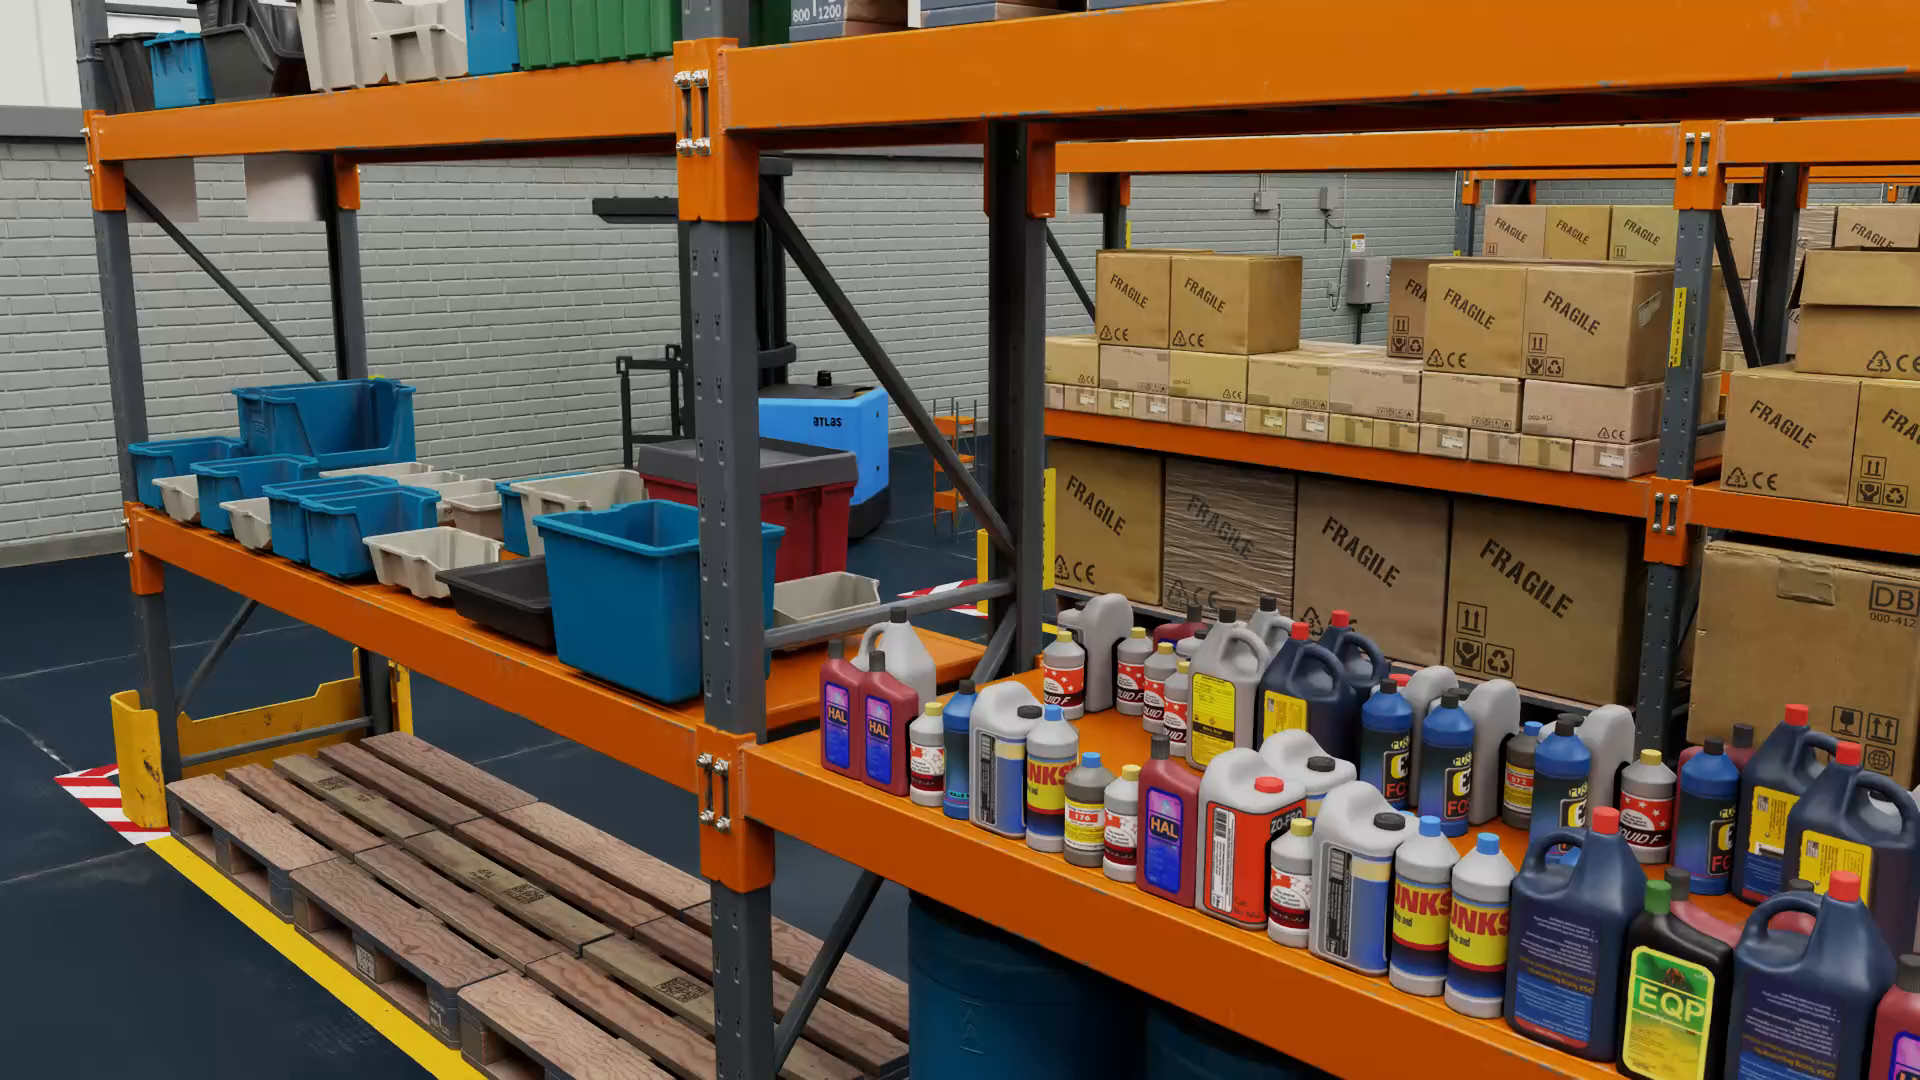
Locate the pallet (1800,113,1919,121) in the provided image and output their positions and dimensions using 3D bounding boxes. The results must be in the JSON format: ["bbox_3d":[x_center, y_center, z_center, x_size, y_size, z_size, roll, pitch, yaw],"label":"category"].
[{"bbox_3d":[4.068,-1.752,6.520,1.217,0.209,0.805,11,16,43],"label":"pallet"}]

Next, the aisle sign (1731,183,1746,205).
[{"bbox_3d":[7.979,-3.795,16.954,0.394,0.787,0.004,-11,16,-43],"label":"aisle sign"}]

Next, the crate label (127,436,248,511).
[{"bbox_3d":[-3.013,-0.262,6.516,0.416,0.233,0.303,-11,16,-43],"label":"crate label"}]

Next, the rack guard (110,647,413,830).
[{"bbox_3d":[-2.971,0.826,7.163,1.175,0.500,0.348,-11,16,-43],"label":"rack guard"}]

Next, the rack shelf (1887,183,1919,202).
[{"bbox_3d":[12.773,-3.985,18.669,1.077,0.370,4.000,-11,16,-43],"label":"rack shelf"}]

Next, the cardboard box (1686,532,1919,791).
[{"bbox_3d":[3.856,0.423,7.152,1.225,0.875,0.875,-11,16,-42],"label":"cardboard box"}]

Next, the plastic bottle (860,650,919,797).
[{"bbox_3d":[-0.146,0.377,3.438,0.061,0.283,0.133,-11,16,-43],"label":"plastic bottle"}]

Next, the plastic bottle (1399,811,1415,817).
[{"bbox_3d":[0.738,0.554,2.781,0.097,0.201,0.097,0,12,0],"label":"plastic bottle"}]

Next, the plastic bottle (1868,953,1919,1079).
[{"bbox_3d":[1.202,0.662,2.055,0.061,0.283,0.133,-11,16,-43],"label":"plastic bottle"}]

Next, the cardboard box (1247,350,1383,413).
[{"bbox_3d":[1.845,-0.827,8.627,0.500,0.250,0.500,-11,16,-44],"label":"cardboard box"}]

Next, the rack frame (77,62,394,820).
[{"bbox_3d":[-2.945,-0.397,6.903,1.000,3.000,0.127,-11,16,-43],"label":"rack frame"}]

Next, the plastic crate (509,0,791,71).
[{"bbox_3d":[-0.694,-1.198,3.884,0.450,0.188,0.662,-11,16,-43],"label":"plastic crate"}]

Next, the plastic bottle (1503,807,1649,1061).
[{"bbox_3d":[0.902,0.553,2.415,0.144,0.351,0.185,-11,16,-43],"label":"plastic bottle"}]

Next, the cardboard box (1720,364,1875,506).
[{"bbox_3d":[3.536,-0.450,6.914,0.500,0.500,0.500,-11,16,-42],"label":"cardboard box"}]

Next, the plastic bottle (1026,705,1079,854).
[{"bbox_3d":[0.174,0.445,3.137,0.097,0.271,0.097,0,12,0],"label":"plastic bottle"}]

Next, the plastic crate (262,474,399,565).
[{"bbox_3d":[-2.104,-0.070,5.583,0.416,0.233,0.300,-11,16,-43],"label":"plastic crate"}]

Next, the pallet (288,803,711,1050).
[{"bbox_3d":[-1.566,1.273,5.710,1.003,0.211,1.213,-11,16,-43],"label":"pallet"}]

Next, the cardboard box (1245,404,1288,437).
[{"bbox_3d":[1.706,-0.642,8.715,0.250,0.149,0.380,11,16,44],"label":"cardboard box"}]

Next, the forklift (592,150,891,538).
[{"bbox_3d":[-2.111,-1.540,12.621,3.031,2.935,1.130,2,12,11],"label":"forklift"}]

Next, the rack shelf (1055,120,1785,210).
[{"bbox_3d":[2.018,-1.912,8.606,1.077,0.370,4.000,-11,16,-43],"label":"rack shelf"}]

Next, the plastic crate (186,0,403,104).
[{"bbox_3d":[-2.089,-1.574,5.338,0.504,0.338,0.767,-11,16,-43],"label":"plastic crate"}]

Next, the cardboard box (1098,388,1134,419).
[{"bbox_3d":[0.999,-0.791,9.442,0.250,0.149,0.380,11,16,44],"label":"cardboard box"}]

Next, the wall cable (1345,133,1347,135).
[{"bbox_3d":[4.218,-6.301,20.696,2.355,3.000,0.029,-11,16,-43],"label":"wall cable"}]

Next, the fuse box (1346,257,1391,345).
[{"bbox_3d":[5.513,-2.928,22.382,0.539,1.711,0.414,-11,16,-43],"label":"fuse box"}]

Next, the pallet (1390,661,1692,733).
[{"bbox_3d":[2.931,0.741,8.292,1.003,0.211,1.213,-11,16,-43],"label":"pallet"}]

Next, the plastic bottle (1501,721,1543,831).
[{"bbox_3d":[1.116,0.457,3.254,0.097,0.201,0.097,0,12,0],"label":"plastic bottle"}]

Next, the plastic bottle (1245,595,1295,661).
[{"bbox_3d":[0.688,0.300,3.645,0.144,0.351,0.185,-11,16,-43],"label":"plastic bottle"}]

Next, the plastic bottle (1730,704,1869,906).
[{"bbox_3d":[1.449,0.461,2.864,0.144,0.351,0.185,-11,16,-43],"label":"plastic bottle"}]

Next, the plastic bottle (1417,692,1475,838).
[{"bbox_3d":[0.939,0.429,3.213,0.097,0.271,0.097,0,12,0],"label":"plastic bottle"}]

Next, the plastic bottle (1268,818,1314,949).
[{"bbox_3d":[0.561,0.561,2.747,0.097,0.201,0.097,0,12,0],"label":"plastic bottle"}]

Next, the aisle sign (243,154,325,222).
[{"bbox_3d":[-2.783,-1.721,6.890,0.394,0.787,0.004,-11,16,-43],"label":"aisle sign"}]

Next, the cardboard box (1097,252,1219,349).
[{"bbox_3d":[1.118,-1.346,9.286,0.500,0.500,0.500,11,16,44],"label":"cardboard box"}]

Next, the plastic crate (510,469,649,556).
[{"bbox_3d":[-1.104,-0.033,5.282,0.437,0.282,0.530,-11,16,-43],"label":"plastic crate"}]

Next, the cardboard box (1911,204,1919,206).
[{"bbox_3d":[8.890,-3.002,15.214,0.250,0.149,0.380,11,16,44],"label":"cardboard box"}]

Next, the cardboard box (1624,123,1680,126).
[{"bbox_3d":[5.145,-2.907,12.026,0.500,0.250,0.500,11,16,43],"label":"cardboard box"}]

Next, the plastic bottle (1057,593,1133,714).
[{"bbox_3d":[0.323,0.260,4.021,0.152,0.276,0.135,-11,16,-43],"label":"plastic bottle"}]

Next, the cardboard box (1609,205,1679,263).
[{"bbox_3d":[5.108,-2.193,12.161,0.500,0.500,0.500,-11,16,-44],"label":"cardboard box"}]

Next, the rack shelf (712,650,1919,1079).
[{"bbox_3d":[1.198,0.831,2.725,1.077,0.370,4.000,-11,16,-43],"label":"rack shelf"}]

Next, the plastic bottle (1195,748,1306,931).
[{"bbox_3d":[0.500,0.504,2.840,0.152,0.276,0.135,-11,16,-43],"label":"plastic bottle"}]

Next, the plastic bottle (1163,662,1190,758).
[{"bbox_3d":[0.498,0.370,3.673,0.097,0.201,0.097,0,12,0],"label":"plastic bottle"}]

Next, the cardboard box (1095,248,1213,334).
[{"bbox_3d":[1.163,-1.492,9.995,0.500,0.500,0.500,-11,16,-42],"label":"cardboard box"}]

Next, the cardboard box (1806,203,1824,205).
[{"bbox_3d":[8.178,-3.152,15.941,0.380,0.149,0.250,-10,15,-41],"label":"cardboard box"}]

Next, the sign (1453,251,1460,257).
[{"bbox_3d":[3.902,-2.112,13.082,0.100,0.325,0.005,-11,16,-43],"label":"sign"}]

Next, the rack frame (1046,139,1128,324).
[{"bbox_3d":[0.637,-1.087,10.253,1.000,3.000,0.127,-11,16,-43],"label":"rack frame"}]

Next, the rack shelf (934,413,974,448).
[{"bbox_3d":[-0.037,-0.790,12.288,0.215,0.259,0.240,-11,16,-43],"label":"rack shelf"}]

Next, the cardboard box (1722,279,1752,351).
[{"bbox_3d":[5.478,-1.633,11.917,0.500,0.500,0.500,11,16,44],"label":"cardboard box"}]

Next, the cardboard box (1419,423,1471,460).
[{"bbox_3d":[2.419,-0.491,7.986,0.380,0.149,0.250,-11,16,-42],"label":"cardboard box"}]

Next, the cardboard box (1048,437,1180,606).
[{"bbox_3d":[1.137,-0.170,10.026,0.875,0.875,0.875,-11,16,-43],"label":"cardboard box"}]

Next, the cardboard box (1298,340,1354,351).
[{"bbox_3d":[1.865,-0.977,9.354,0.500,0.250,0.500,11,16,43],"label":"cardboard box"}]

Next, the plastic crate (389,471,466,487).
[{"bbox_3d":[-2.062,-0.159,6.253,0.396,0.136,0.243,-11,16,-43],"label":"plastic crate"}]

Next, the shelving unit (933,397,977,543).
[{"bbox_3d":[-0.037,-0.522,12.343,0.215,1.050,0.252,-11,16,-43],"label":"shelving unit"}]

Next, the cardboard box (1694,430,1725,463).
[{"bbox_3d":[3.435,-0.470,7.879,0.380,0.149,0.250,-11,16,-42],"label":"cardboard box"}]
